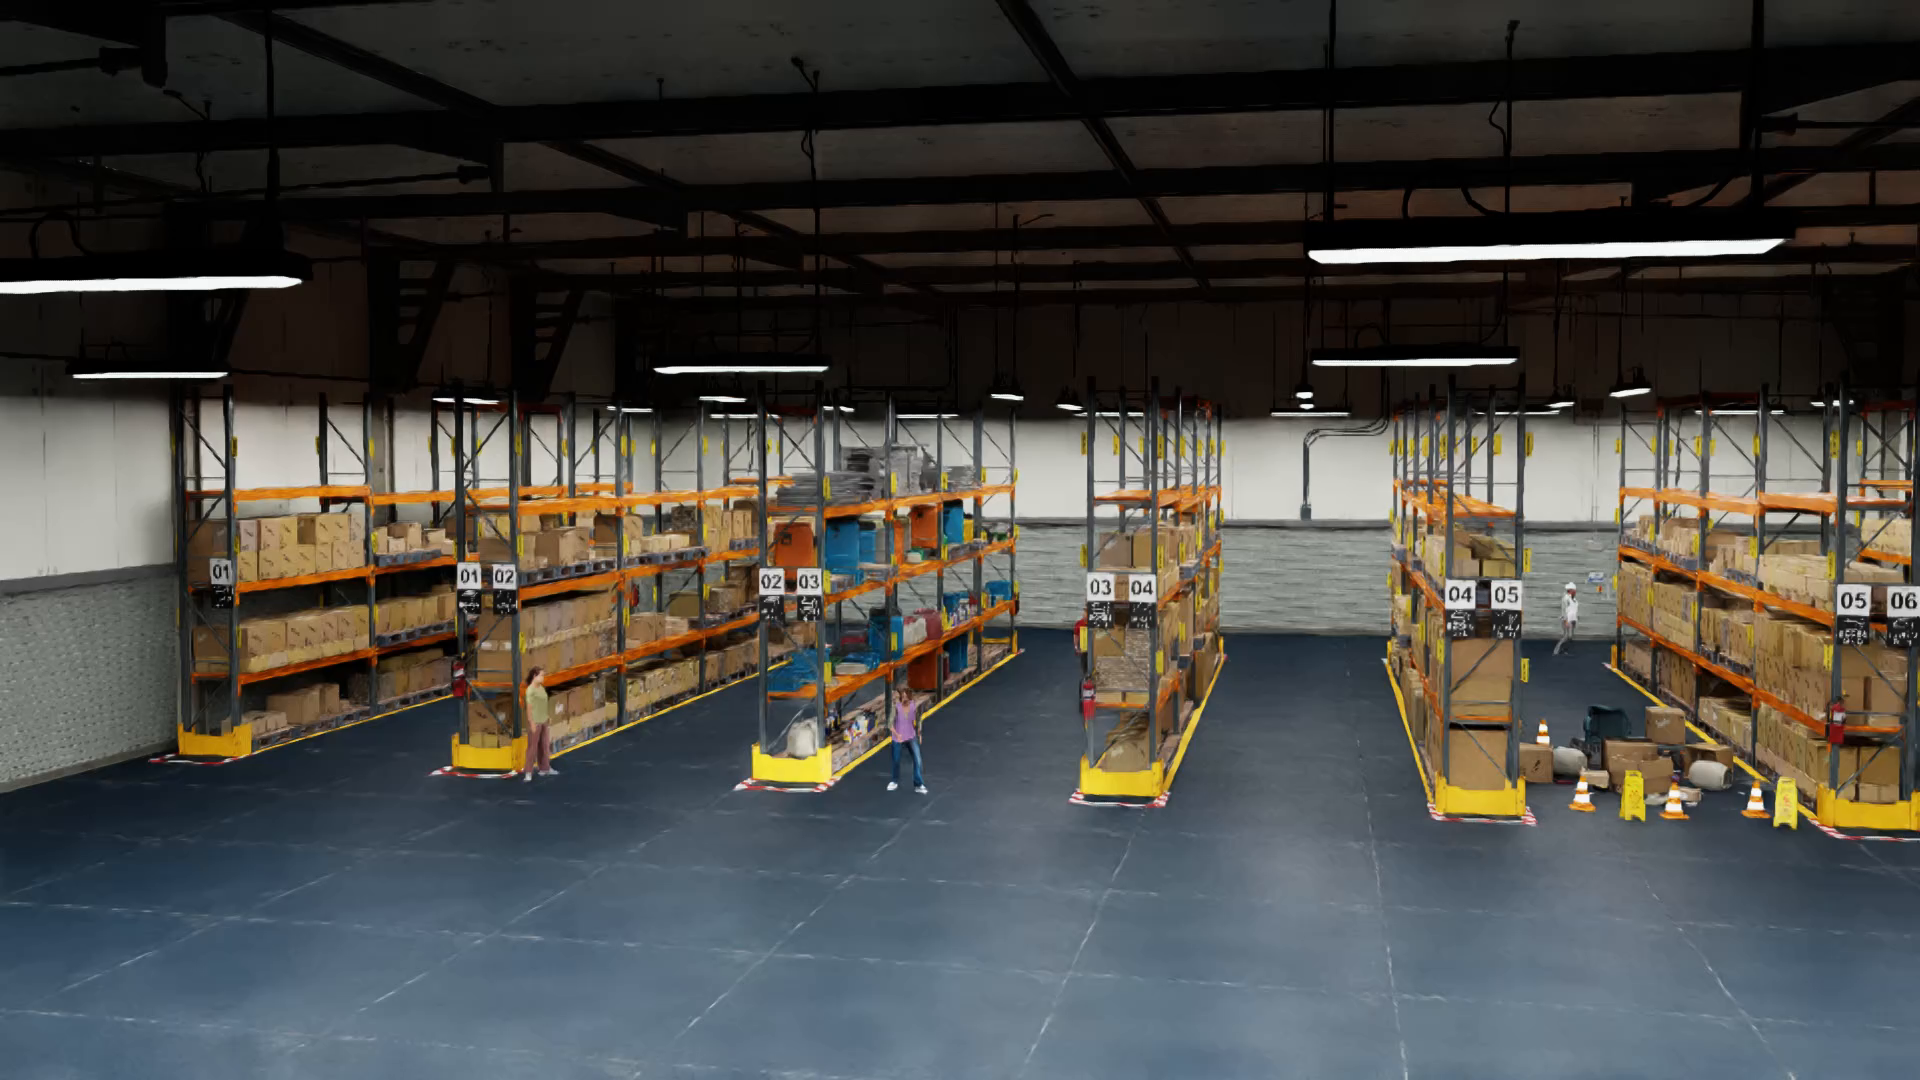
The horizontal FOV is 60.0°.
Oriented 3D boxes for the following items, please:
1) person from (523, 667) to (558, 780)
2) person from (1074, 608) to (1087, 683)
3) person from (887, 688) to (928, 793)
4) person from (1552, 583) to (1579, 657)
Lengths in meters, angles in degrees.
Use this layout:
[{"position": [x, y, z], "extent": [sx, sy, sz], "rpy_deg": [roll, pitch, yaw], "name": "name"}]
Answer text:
[{"position": [-6.355, 2.744, 25.062], "extent": [0.386, 1.679, 0.623], "rpy_deg": [1, 3, 18], "name": "person"}, {"position": [2.632, 2.229, 34.551], "extent": [0.542, 1.645, 1.126], "rpy_deg": [1, 3, 14], "name": "person"}, {"position": [-0.786, 2.879, 24.084], "extent": [0.574, 1.535, 0.749], "rpy_deg": [0, 3, -8], "name": "person"}, {"position": [14.374, 1.903, 39.439], "extent": [0.694, 1.763, 0.470], "rpy_deg": [-3, 4, -44], "name": "person"}]
